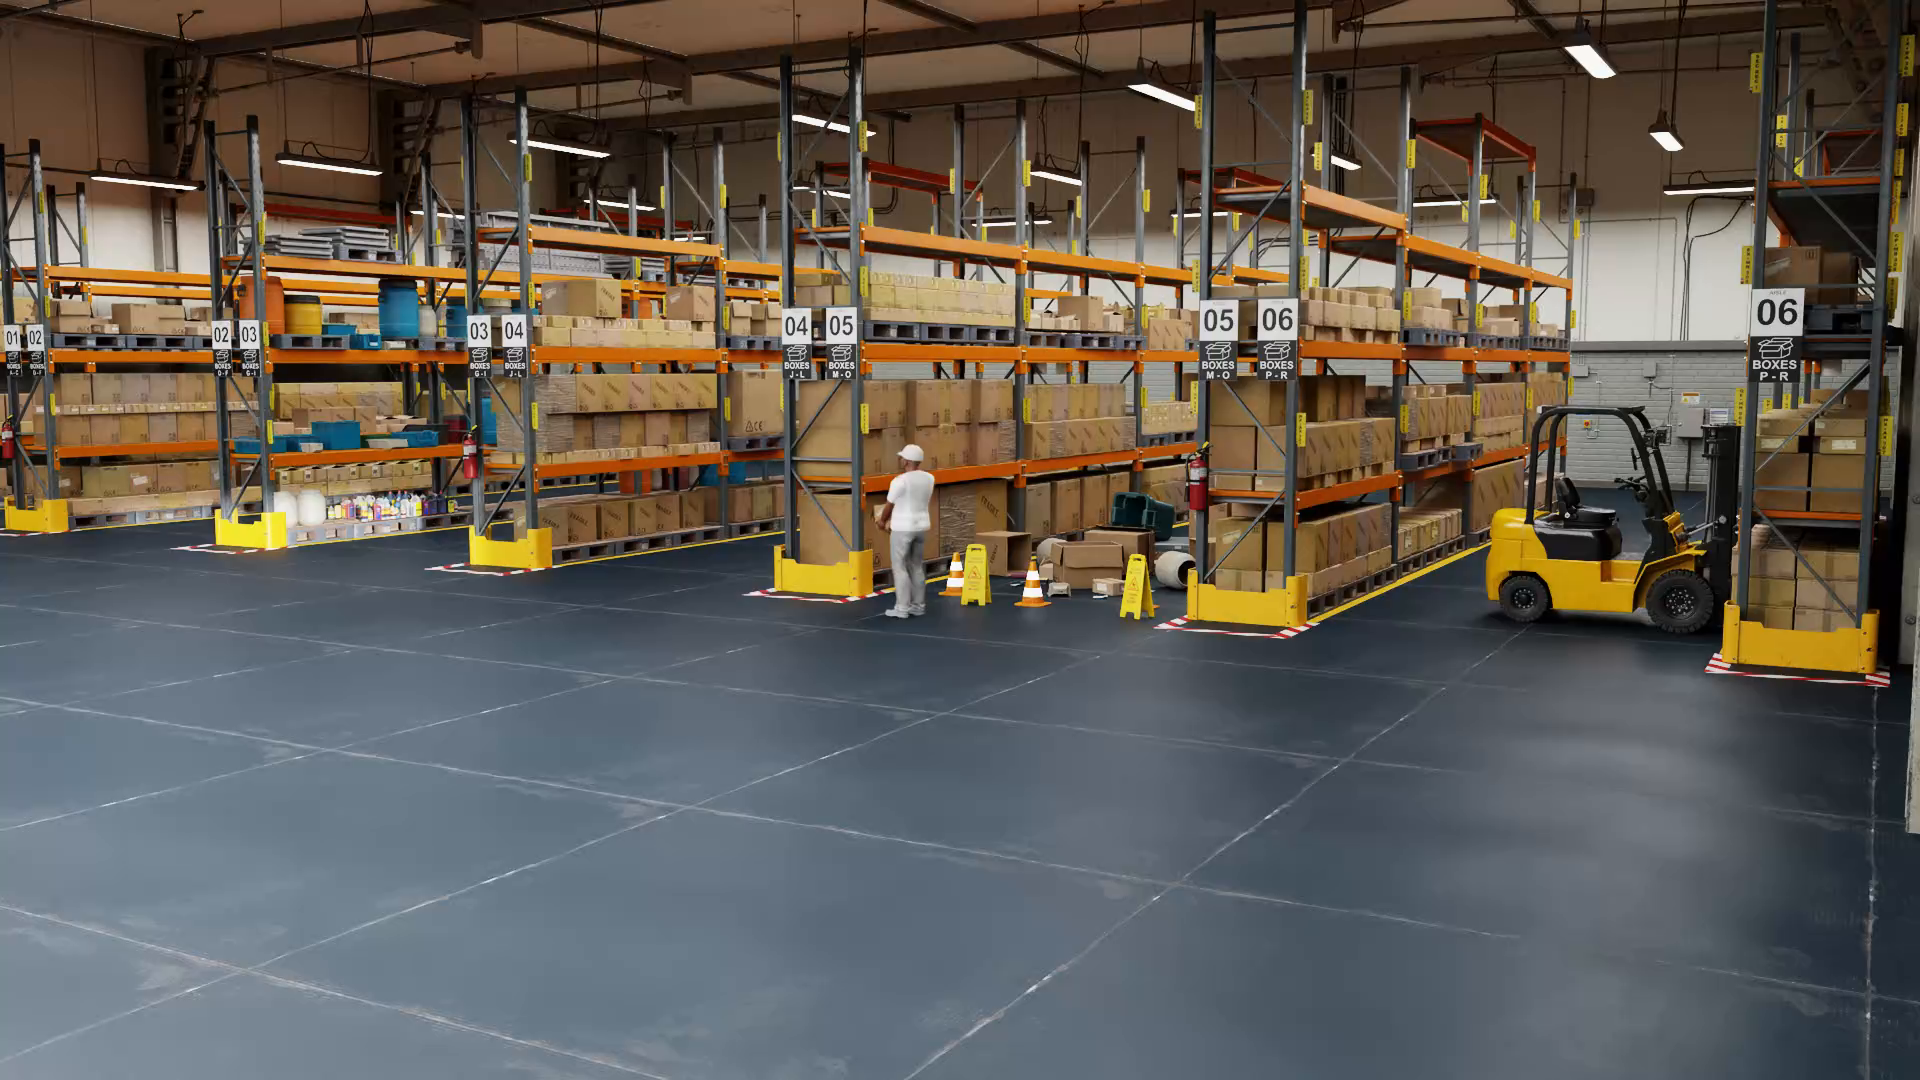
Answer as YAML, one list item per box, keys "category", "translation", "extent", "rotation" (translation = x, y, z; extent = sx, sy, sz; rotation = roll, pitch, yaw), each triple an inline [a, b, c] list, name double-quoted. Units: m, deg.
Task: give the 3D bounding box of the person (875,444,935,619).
- category: "person"
  translation: [-0.580, -0.102, 17.001]
  extent: [0.513, 1.769, 0.573]
  rotation: [-5, 8, -43]
